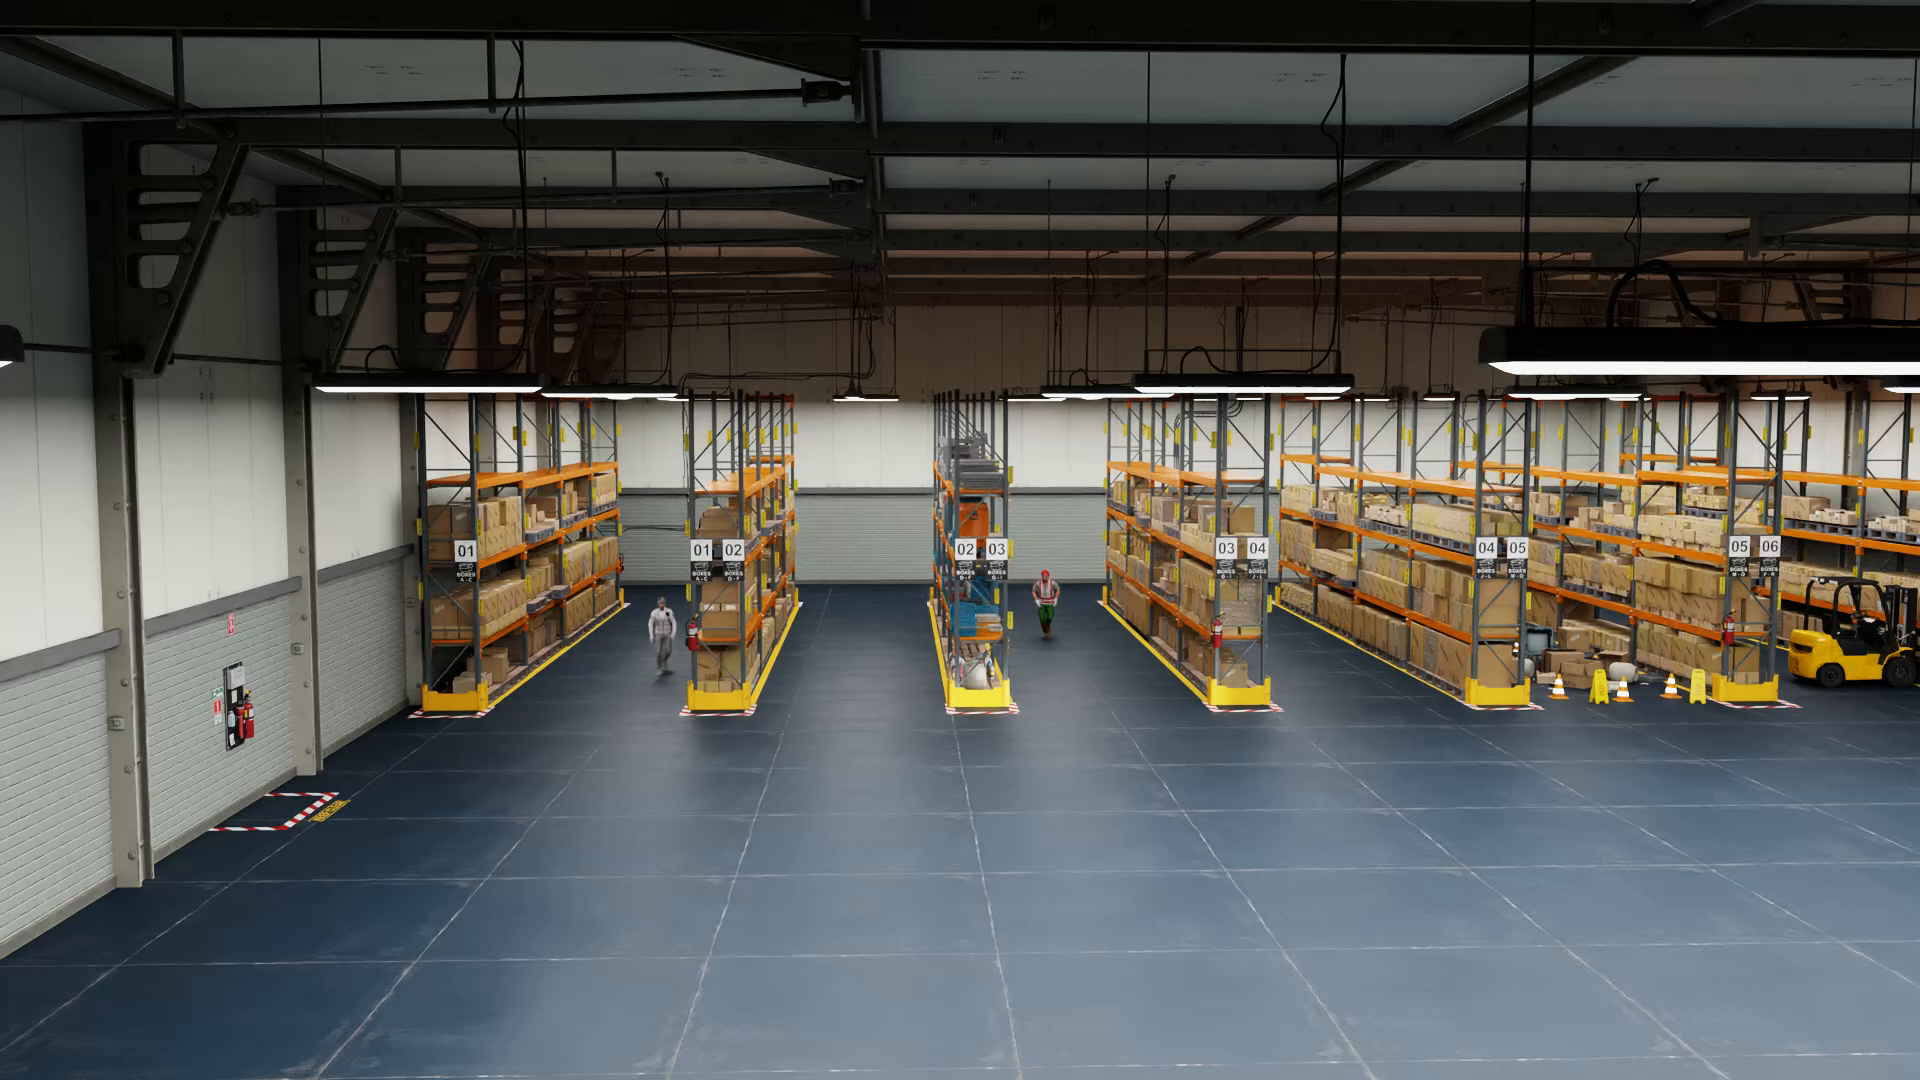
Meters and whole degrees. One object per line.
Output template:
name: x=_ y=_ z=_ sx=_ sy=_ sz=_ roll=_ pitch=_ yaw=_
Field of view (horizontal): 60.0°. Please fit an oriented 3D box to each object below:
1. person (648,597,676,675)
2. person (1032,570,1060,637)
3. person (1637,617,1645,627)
person: x=-6.348 y=2.017 z=35.468 sx=0.583 sy=1.659 sz=0.529 roll=-1 pitch=5 yaw=-11
person: x=2.113 y=1.558 z=40.823 sx=0.692 sy=1.688 sz=0.626 roll=0 pitch=5 yaw=4
person: x=16.578 y=1.657 z=40.302 sx=0.483 sy=1.578 sz=0.538 roll=-2 pitch=5 yaw=-18
